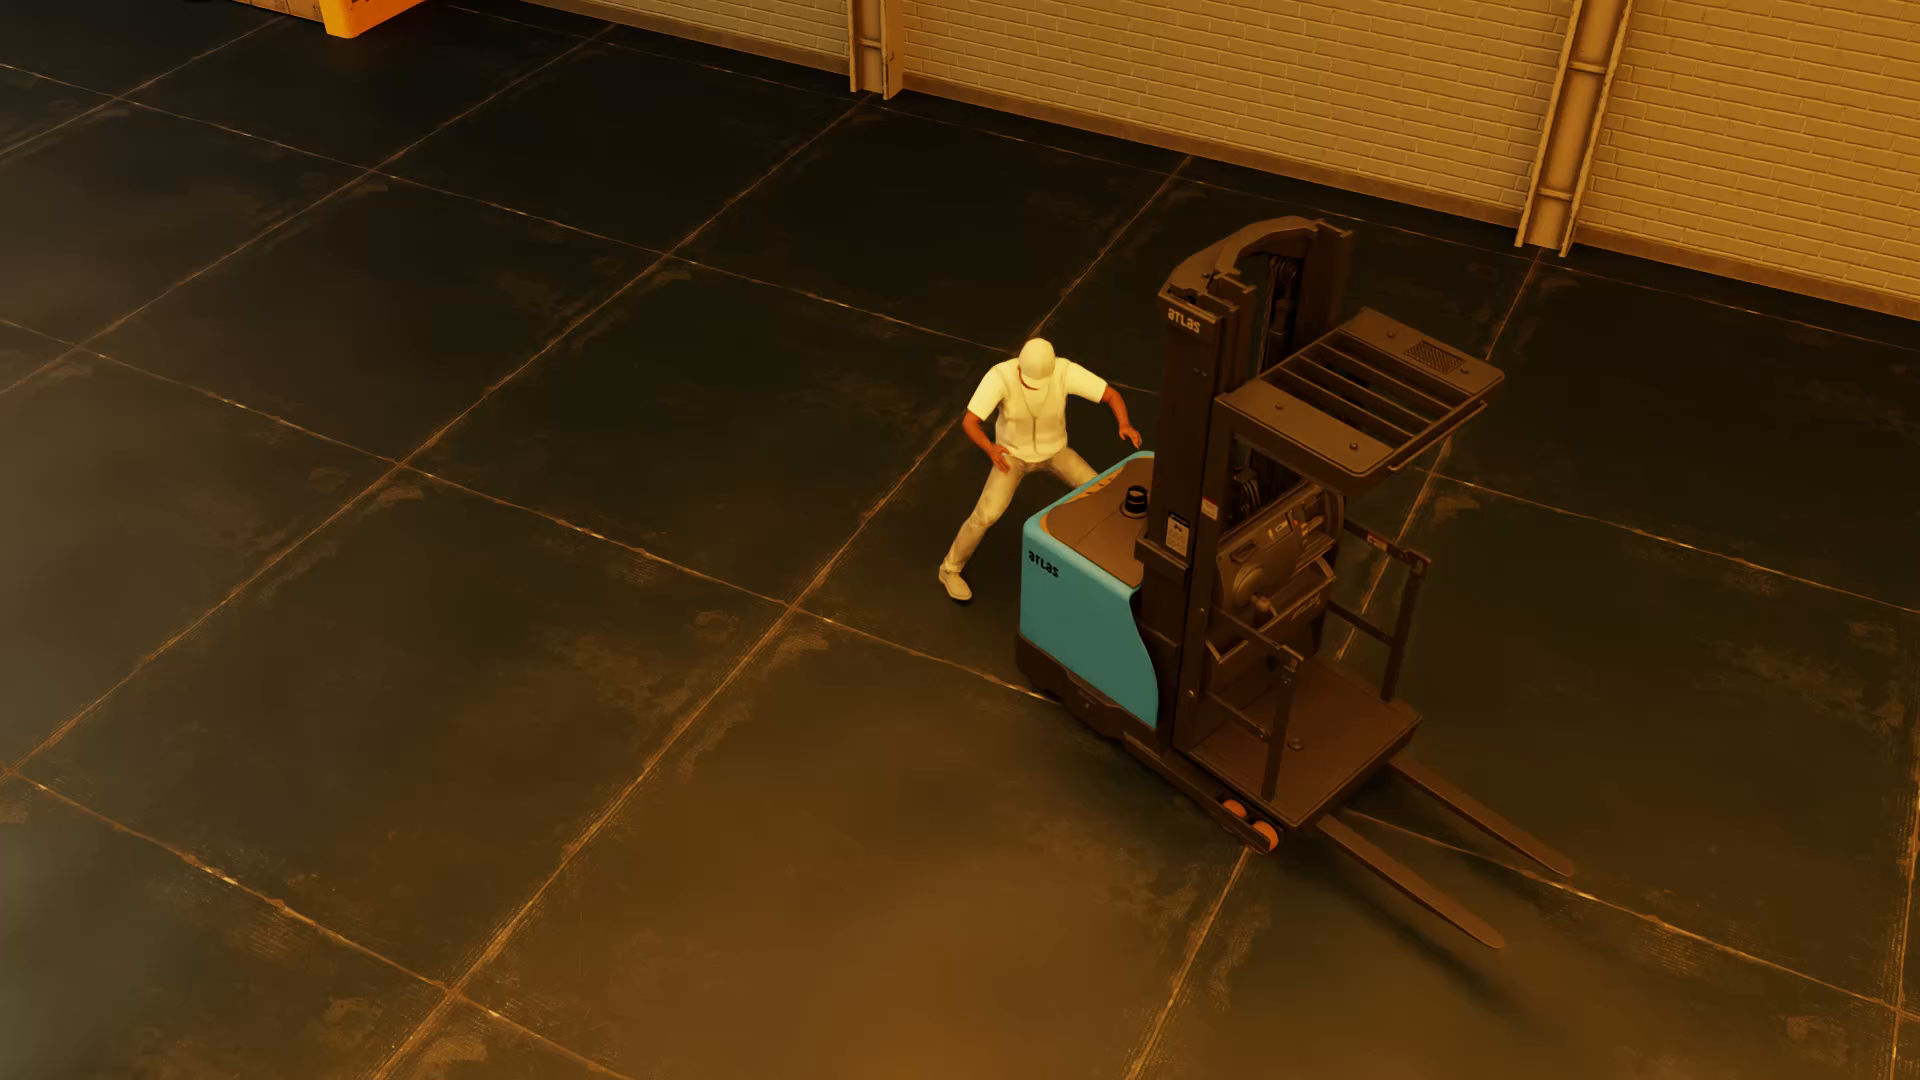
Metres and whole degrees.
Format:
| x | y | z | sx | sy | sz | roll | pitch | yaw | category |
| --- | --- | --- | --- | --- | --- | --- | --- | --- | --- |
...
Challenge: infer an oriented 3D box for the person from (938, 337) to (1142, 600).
| x | y | z | sx | sy | sz | roll | pitch | yaw | category |
| --- | --- | --- | --- | --- | --- | --- | --- | --- | --- |
| 0.501 | -0.480 | 9.632 | 1.298 | 1.543 | 0.719 | -4 | 40 | -5 | person |

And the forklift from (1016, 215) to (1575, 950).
| x | y | z | sx | sy | sz | roll | pitch | yaw | category |
| --- | --- | --- | --- | --- | --- | --- | --- | --- | --- |
| 1.690 | 0.083 | 7.888 | 1.130 | 2.935 | 3.031 | -31 | 49 | -32 | forklift |
